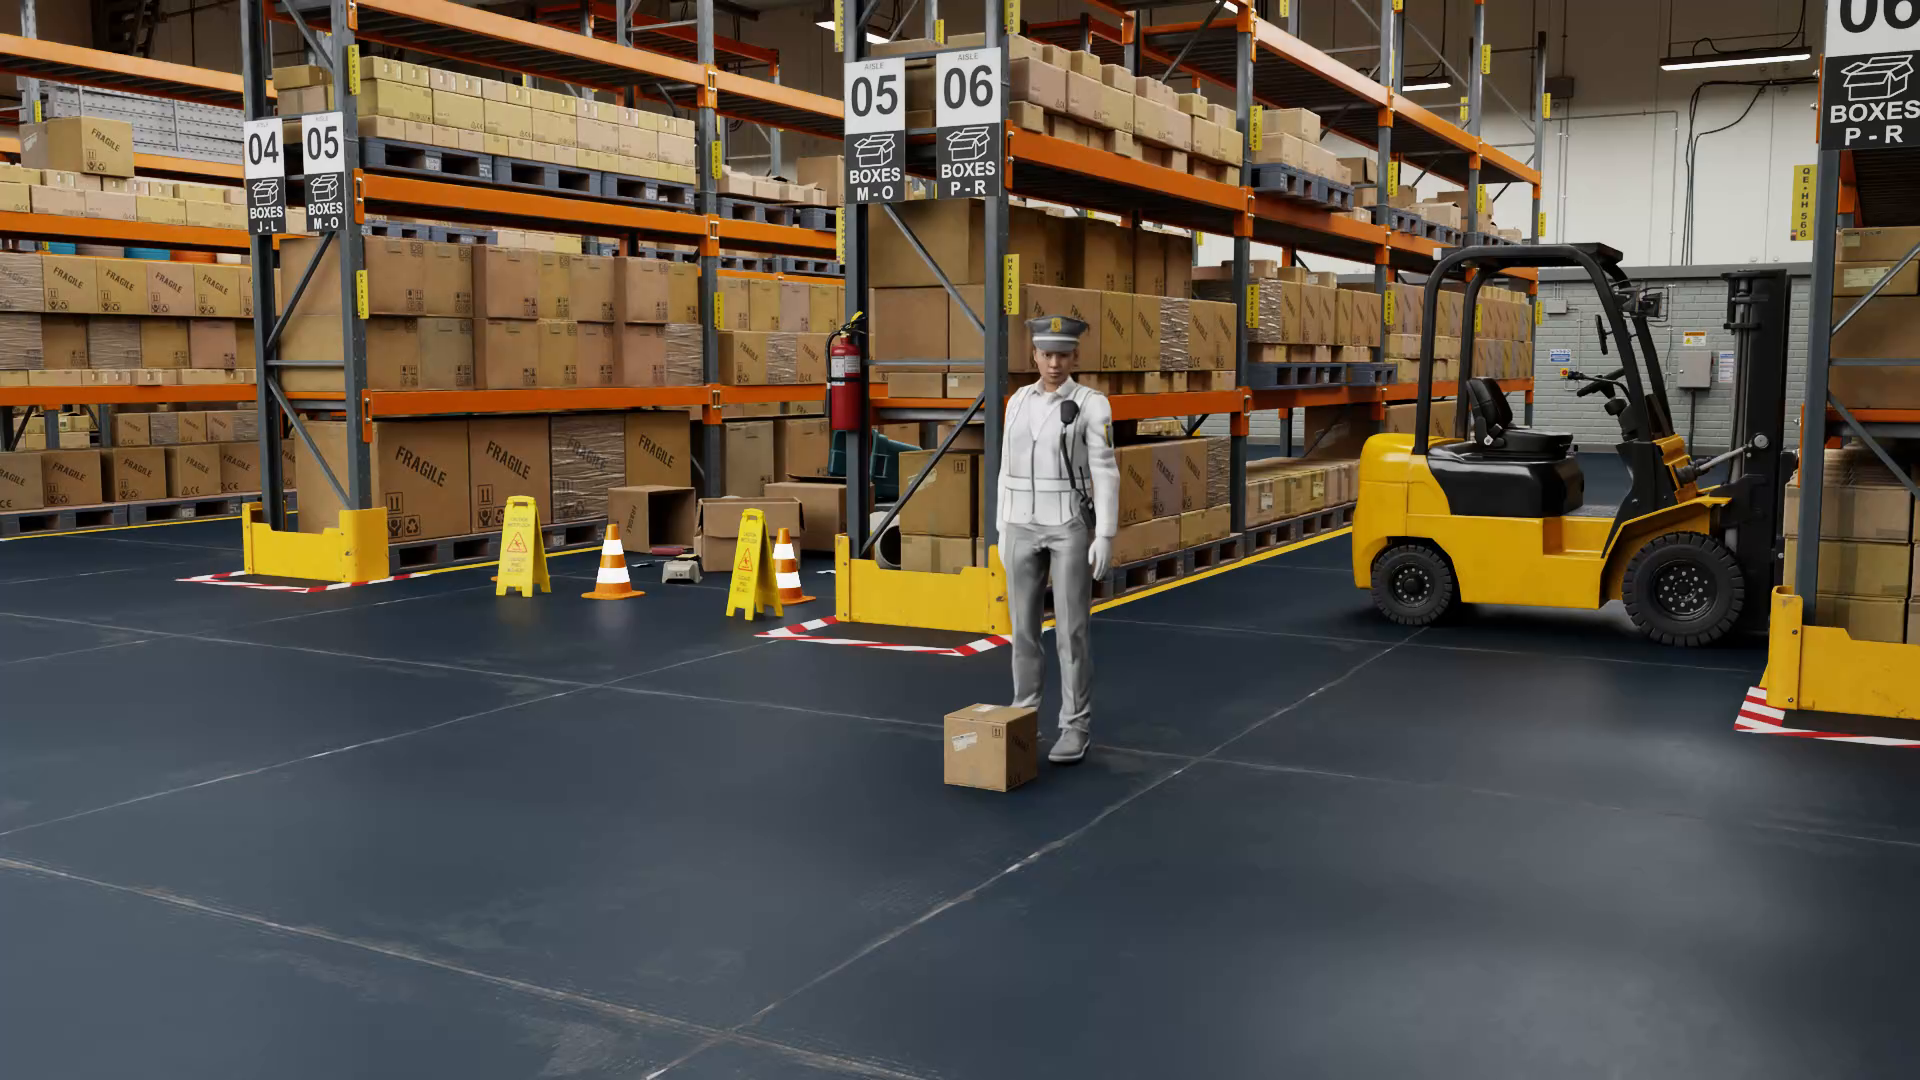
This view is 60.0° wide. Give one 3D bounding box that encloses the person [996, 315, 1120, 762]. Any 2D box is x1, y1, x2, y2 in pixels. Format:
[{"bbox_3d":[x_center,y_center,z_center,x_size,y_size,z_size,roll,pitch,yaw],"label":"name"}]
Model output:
[{"bbox_3d":[0.359,-0.007,6.333,0.508,1.682,0.324,3,7,30],"label":"person"}]
